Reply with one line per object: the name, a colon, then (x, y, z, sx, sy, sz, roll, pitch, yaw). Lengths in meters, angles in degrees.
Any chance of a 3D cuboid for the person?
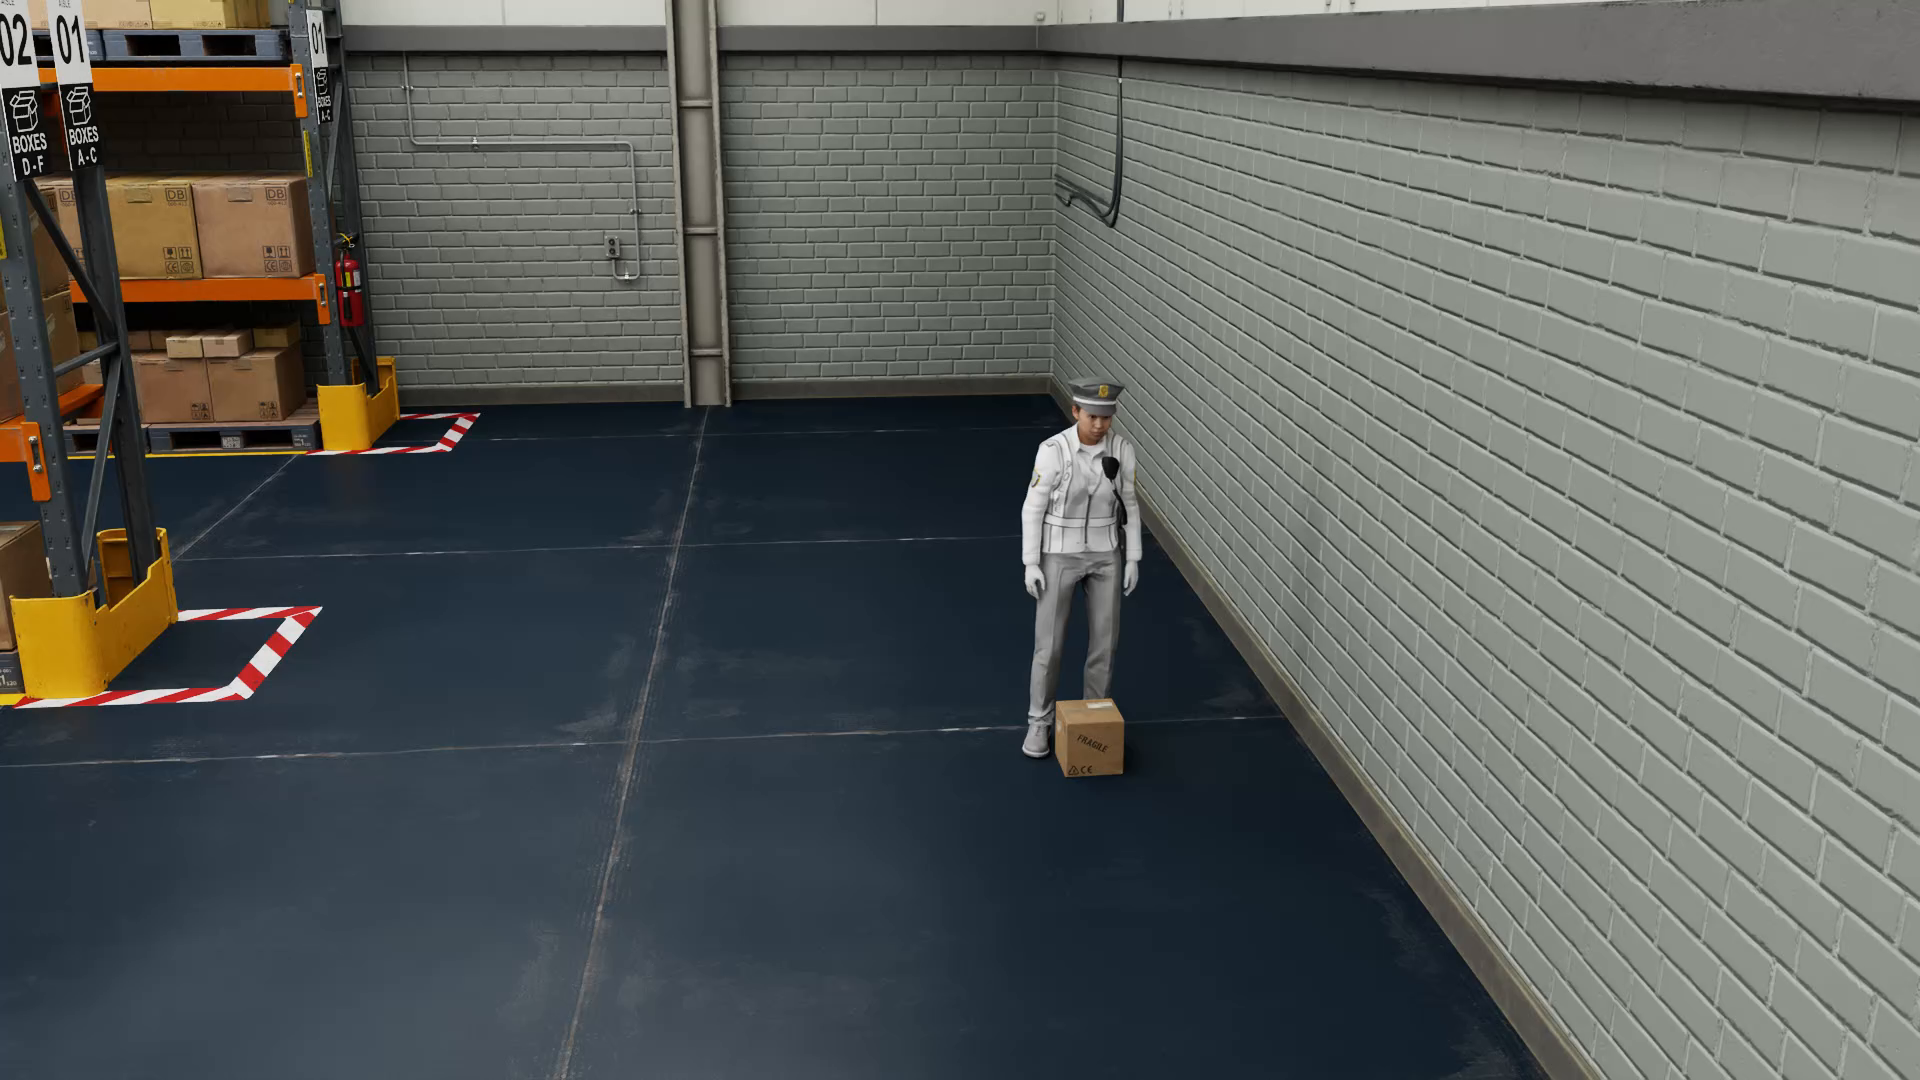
person: (0.528, 0.105, 7.190, 0.537, 1.662, 0.373, -3, 17, -9)
